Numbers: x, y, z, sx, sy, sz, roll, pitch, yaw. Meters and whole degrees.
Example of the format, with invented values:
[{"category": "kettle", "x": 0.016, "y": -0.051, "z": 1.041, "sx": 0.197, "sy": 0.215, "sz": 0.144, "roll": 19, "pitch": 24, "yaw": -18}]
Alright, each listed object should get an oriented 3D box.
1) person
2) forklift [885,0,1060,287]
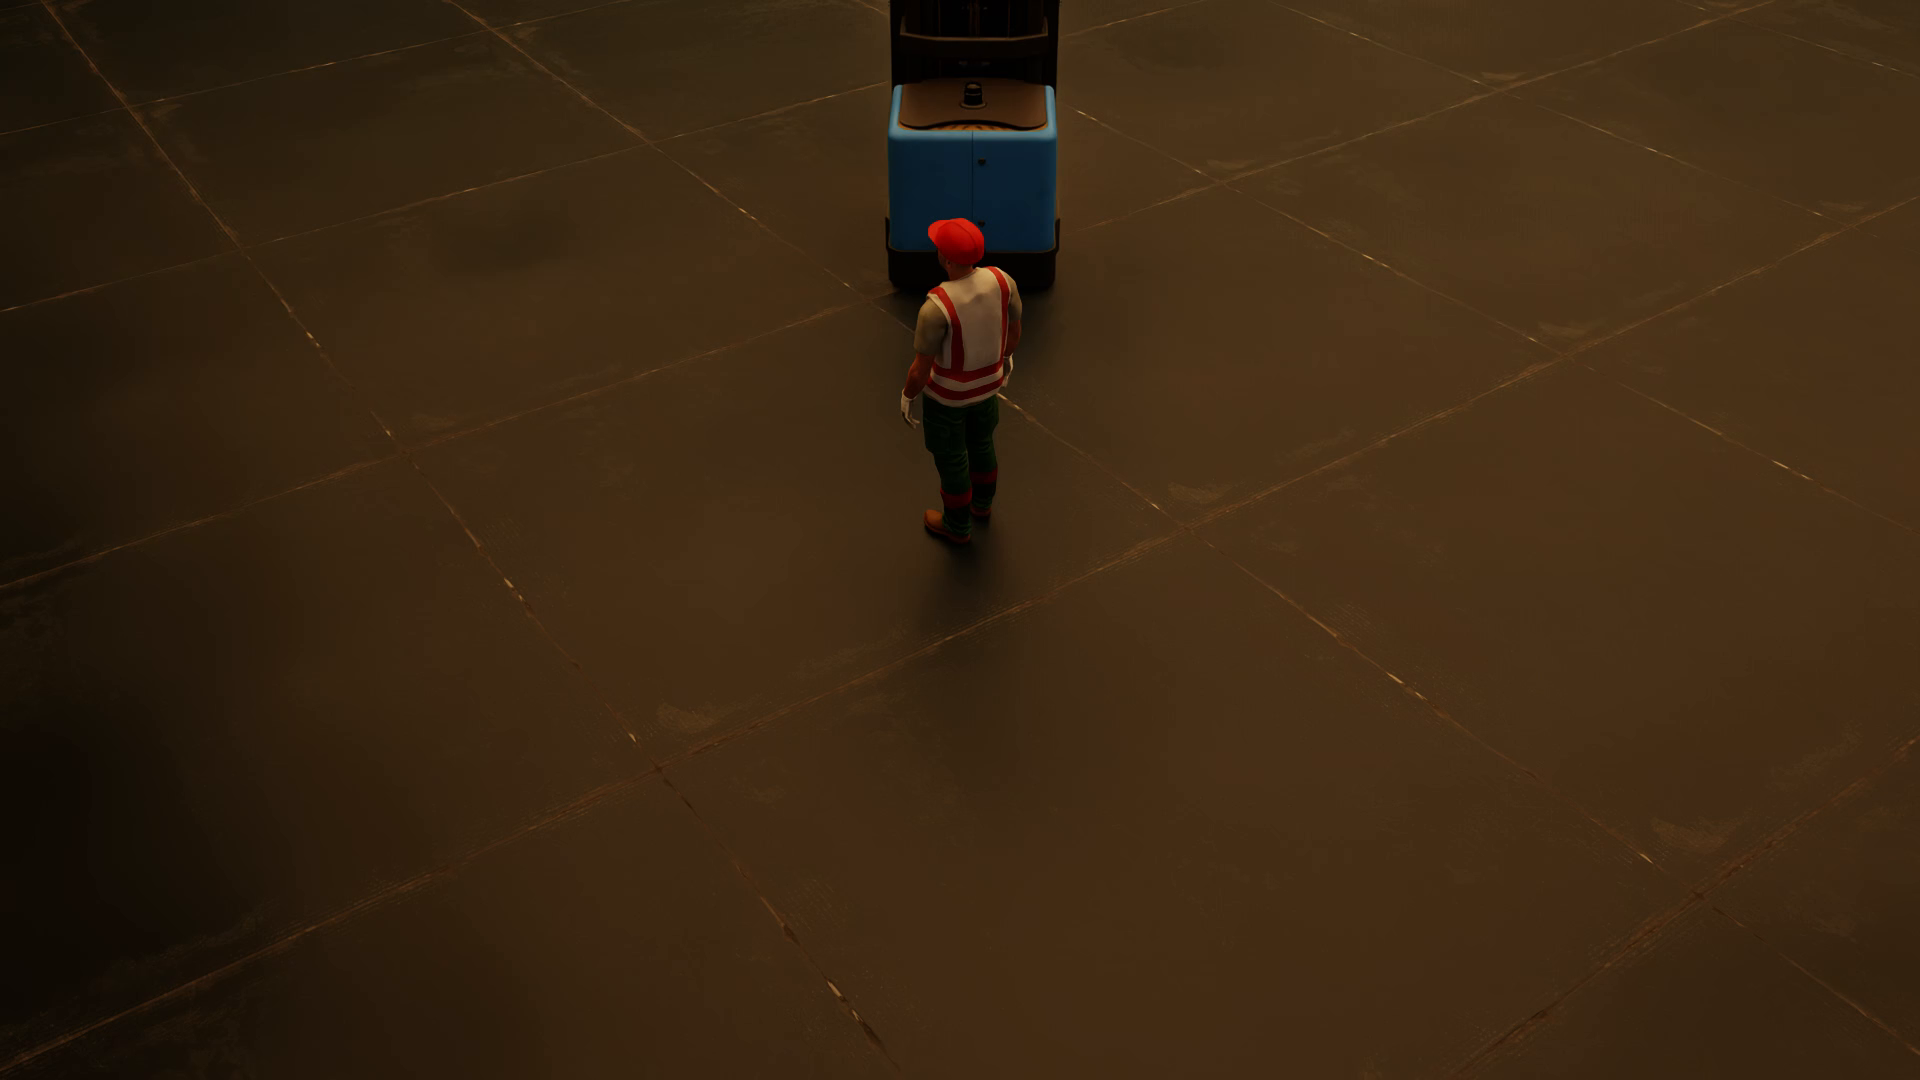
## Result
[{"category": "person", "x": -0.037, "y": -0.769, "z": 7.932, "sx": 0.637, "sy": 1.790, "sz": 0.562, "roll": -23, "pitch": 42, "yaw": -28}, {"category": "forklift", "x": 0.097, "y": -3.613, "z": 10.830, "sx": 1.130, "sy": 2.935, "sz": 3.031, "roll": 1, "pitch": 36, "yaw": 1}]
